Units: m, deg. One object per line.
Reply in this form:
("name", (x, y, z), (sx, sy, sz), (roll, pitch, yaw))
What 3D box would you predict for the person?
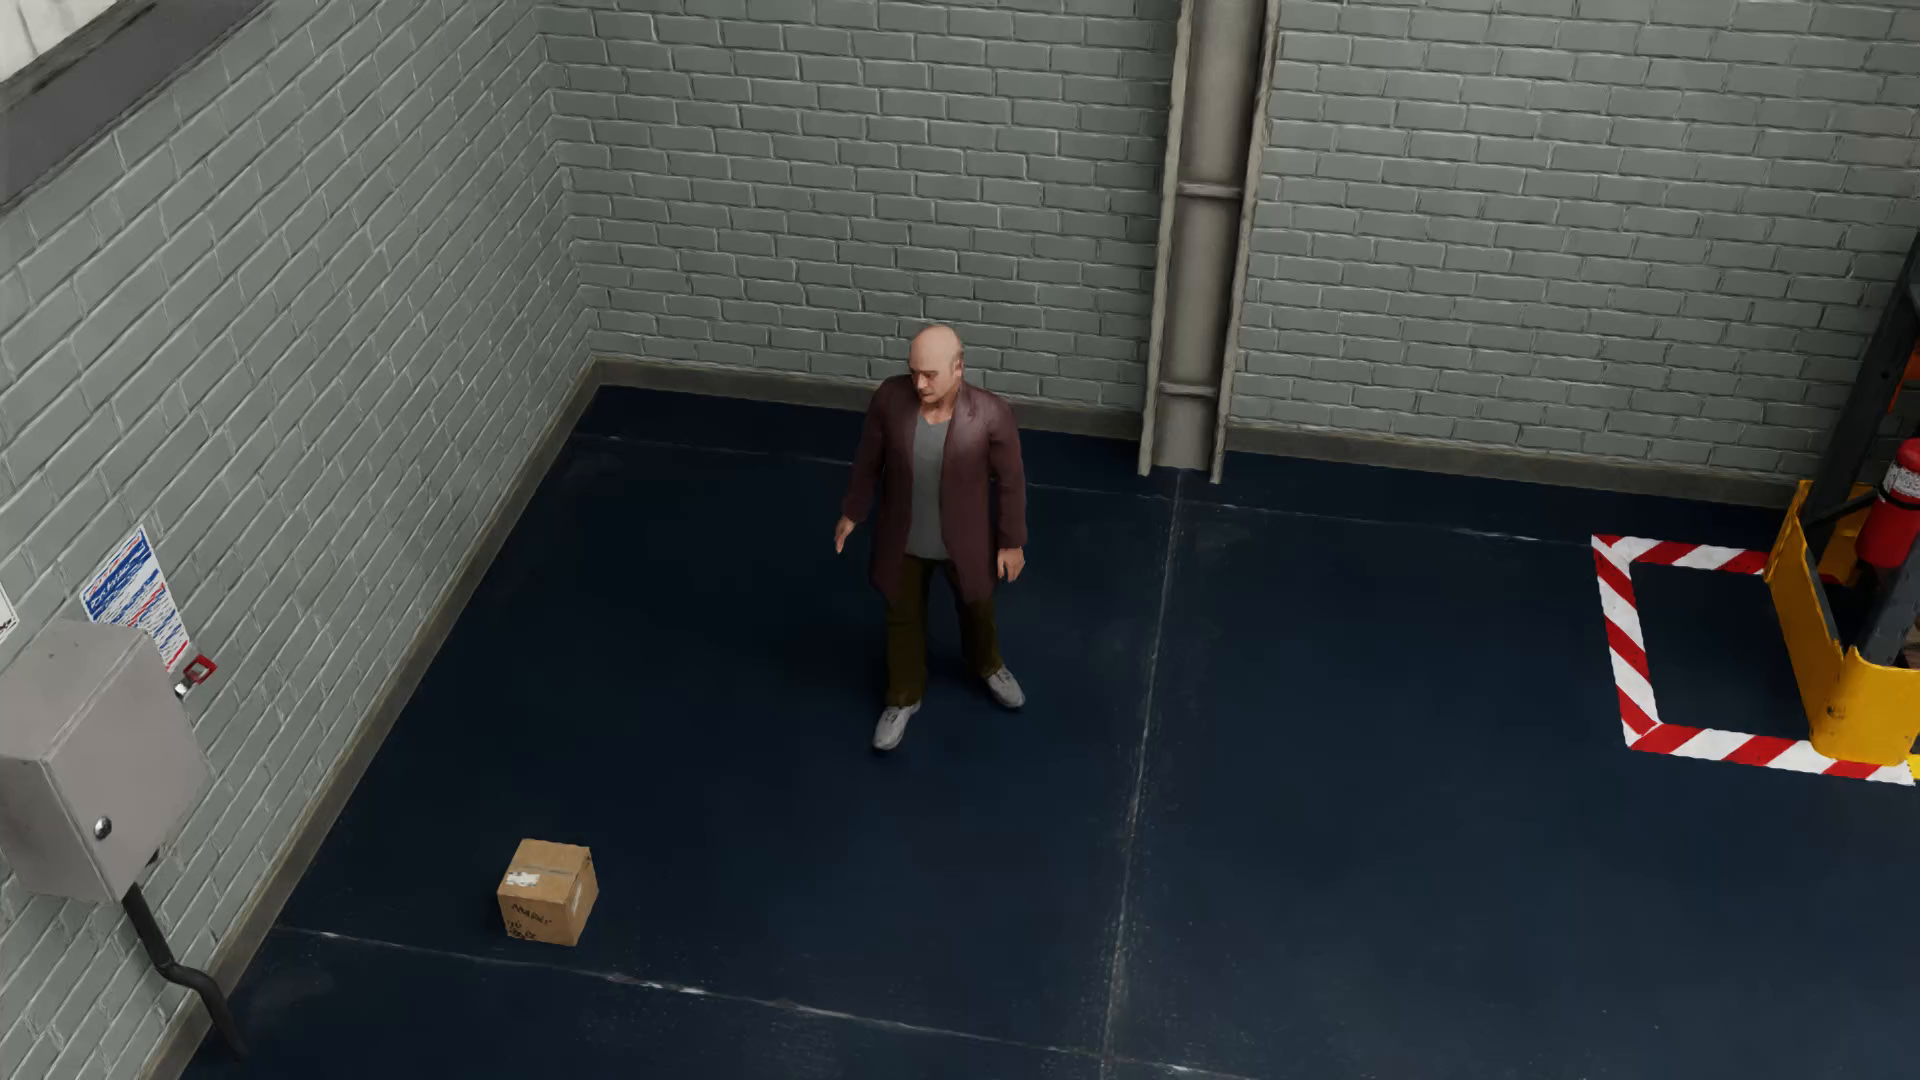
("person", (-0.114, -0.009, 6.153), (0.738, 1.776, 0.637), (8, 41, 9))
